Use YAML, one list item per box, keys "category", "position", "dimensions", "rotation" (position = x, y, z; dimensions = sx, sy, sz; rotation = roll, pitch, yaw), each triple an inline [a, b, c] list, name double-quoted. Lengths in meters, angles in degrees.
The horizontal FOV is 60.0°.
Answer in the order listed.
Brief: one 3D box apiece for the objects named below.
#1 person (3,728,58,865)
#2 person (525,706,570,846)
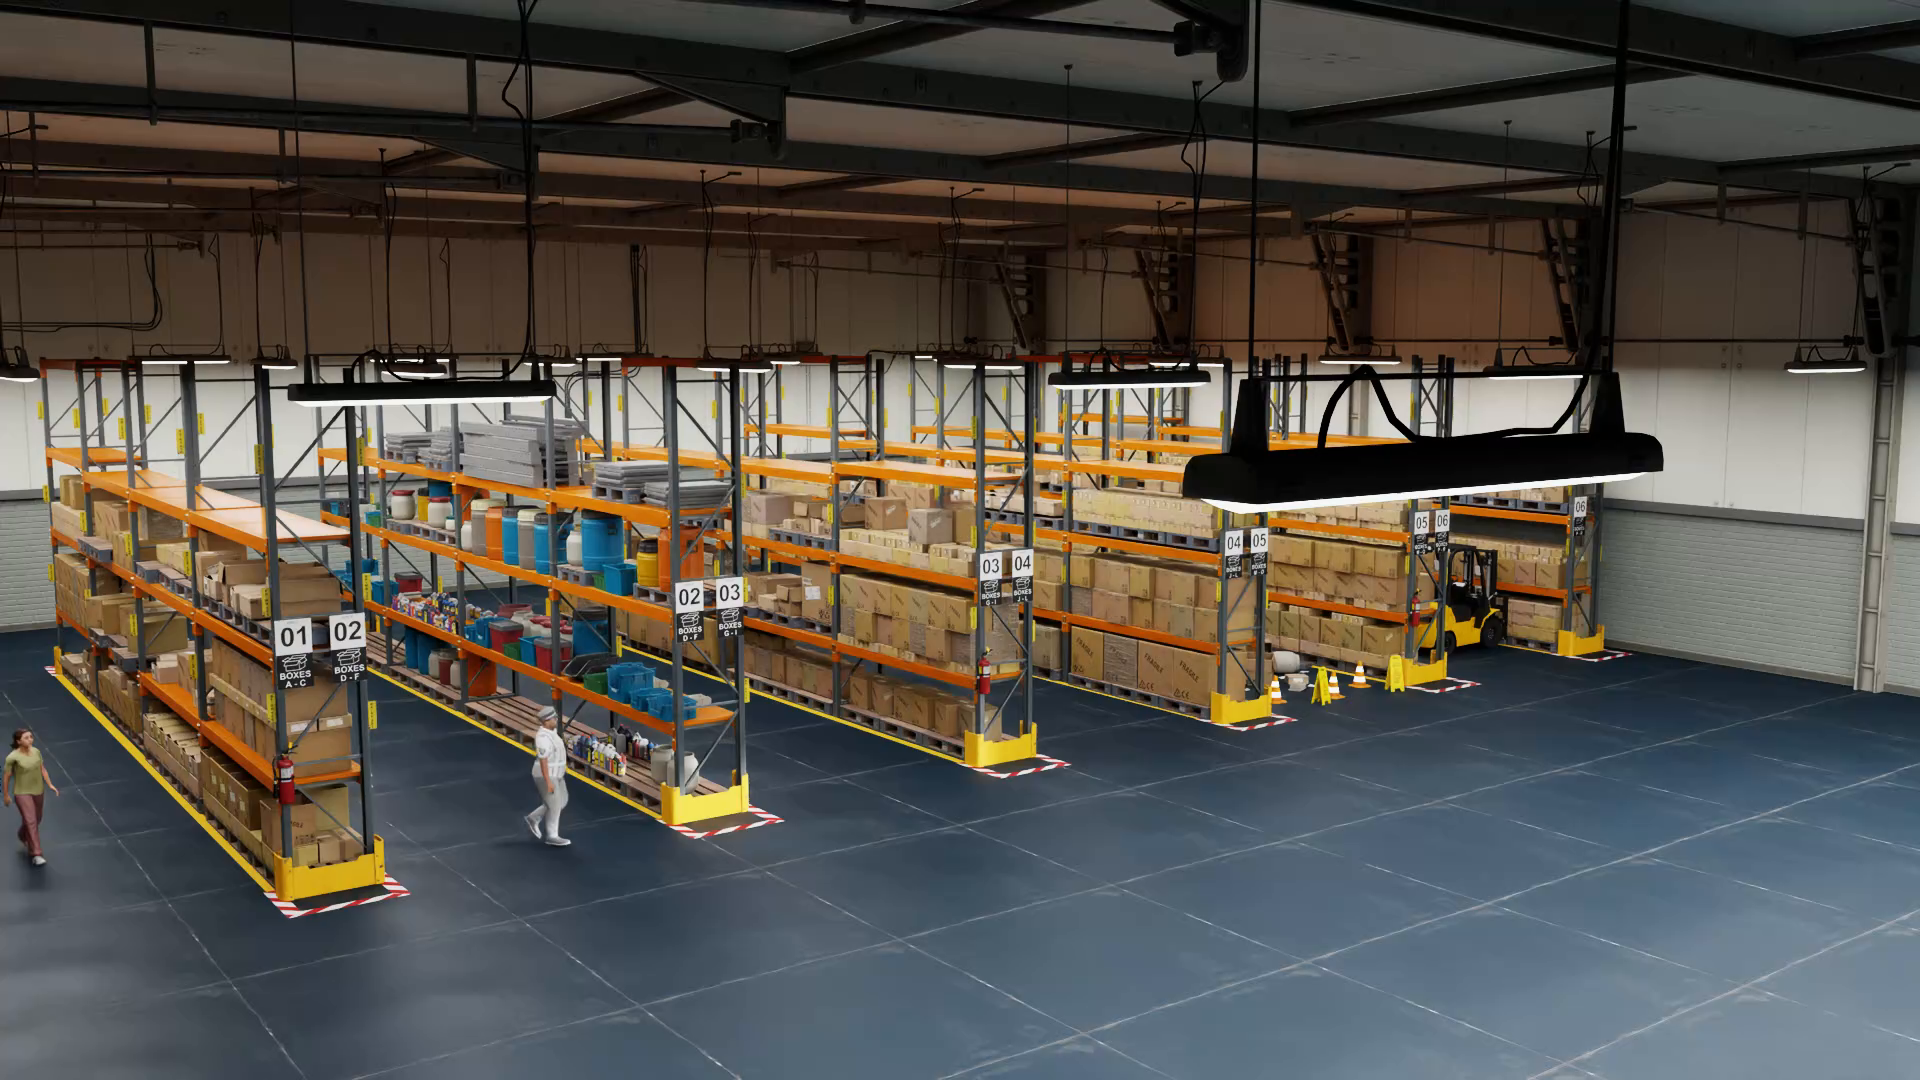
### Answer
- category: "person"
  position: [-11.361, 3.078, 20.292]
  dimensions: [1.033, 1.622, 0.542]
  rotation: [5, 9, 38]
- category: "person"
  position: [-5.203, 2.941, 20.851]
  dimensions: [0.643, 1.756, 0.539]
  rotation: [1, 7, 6]
